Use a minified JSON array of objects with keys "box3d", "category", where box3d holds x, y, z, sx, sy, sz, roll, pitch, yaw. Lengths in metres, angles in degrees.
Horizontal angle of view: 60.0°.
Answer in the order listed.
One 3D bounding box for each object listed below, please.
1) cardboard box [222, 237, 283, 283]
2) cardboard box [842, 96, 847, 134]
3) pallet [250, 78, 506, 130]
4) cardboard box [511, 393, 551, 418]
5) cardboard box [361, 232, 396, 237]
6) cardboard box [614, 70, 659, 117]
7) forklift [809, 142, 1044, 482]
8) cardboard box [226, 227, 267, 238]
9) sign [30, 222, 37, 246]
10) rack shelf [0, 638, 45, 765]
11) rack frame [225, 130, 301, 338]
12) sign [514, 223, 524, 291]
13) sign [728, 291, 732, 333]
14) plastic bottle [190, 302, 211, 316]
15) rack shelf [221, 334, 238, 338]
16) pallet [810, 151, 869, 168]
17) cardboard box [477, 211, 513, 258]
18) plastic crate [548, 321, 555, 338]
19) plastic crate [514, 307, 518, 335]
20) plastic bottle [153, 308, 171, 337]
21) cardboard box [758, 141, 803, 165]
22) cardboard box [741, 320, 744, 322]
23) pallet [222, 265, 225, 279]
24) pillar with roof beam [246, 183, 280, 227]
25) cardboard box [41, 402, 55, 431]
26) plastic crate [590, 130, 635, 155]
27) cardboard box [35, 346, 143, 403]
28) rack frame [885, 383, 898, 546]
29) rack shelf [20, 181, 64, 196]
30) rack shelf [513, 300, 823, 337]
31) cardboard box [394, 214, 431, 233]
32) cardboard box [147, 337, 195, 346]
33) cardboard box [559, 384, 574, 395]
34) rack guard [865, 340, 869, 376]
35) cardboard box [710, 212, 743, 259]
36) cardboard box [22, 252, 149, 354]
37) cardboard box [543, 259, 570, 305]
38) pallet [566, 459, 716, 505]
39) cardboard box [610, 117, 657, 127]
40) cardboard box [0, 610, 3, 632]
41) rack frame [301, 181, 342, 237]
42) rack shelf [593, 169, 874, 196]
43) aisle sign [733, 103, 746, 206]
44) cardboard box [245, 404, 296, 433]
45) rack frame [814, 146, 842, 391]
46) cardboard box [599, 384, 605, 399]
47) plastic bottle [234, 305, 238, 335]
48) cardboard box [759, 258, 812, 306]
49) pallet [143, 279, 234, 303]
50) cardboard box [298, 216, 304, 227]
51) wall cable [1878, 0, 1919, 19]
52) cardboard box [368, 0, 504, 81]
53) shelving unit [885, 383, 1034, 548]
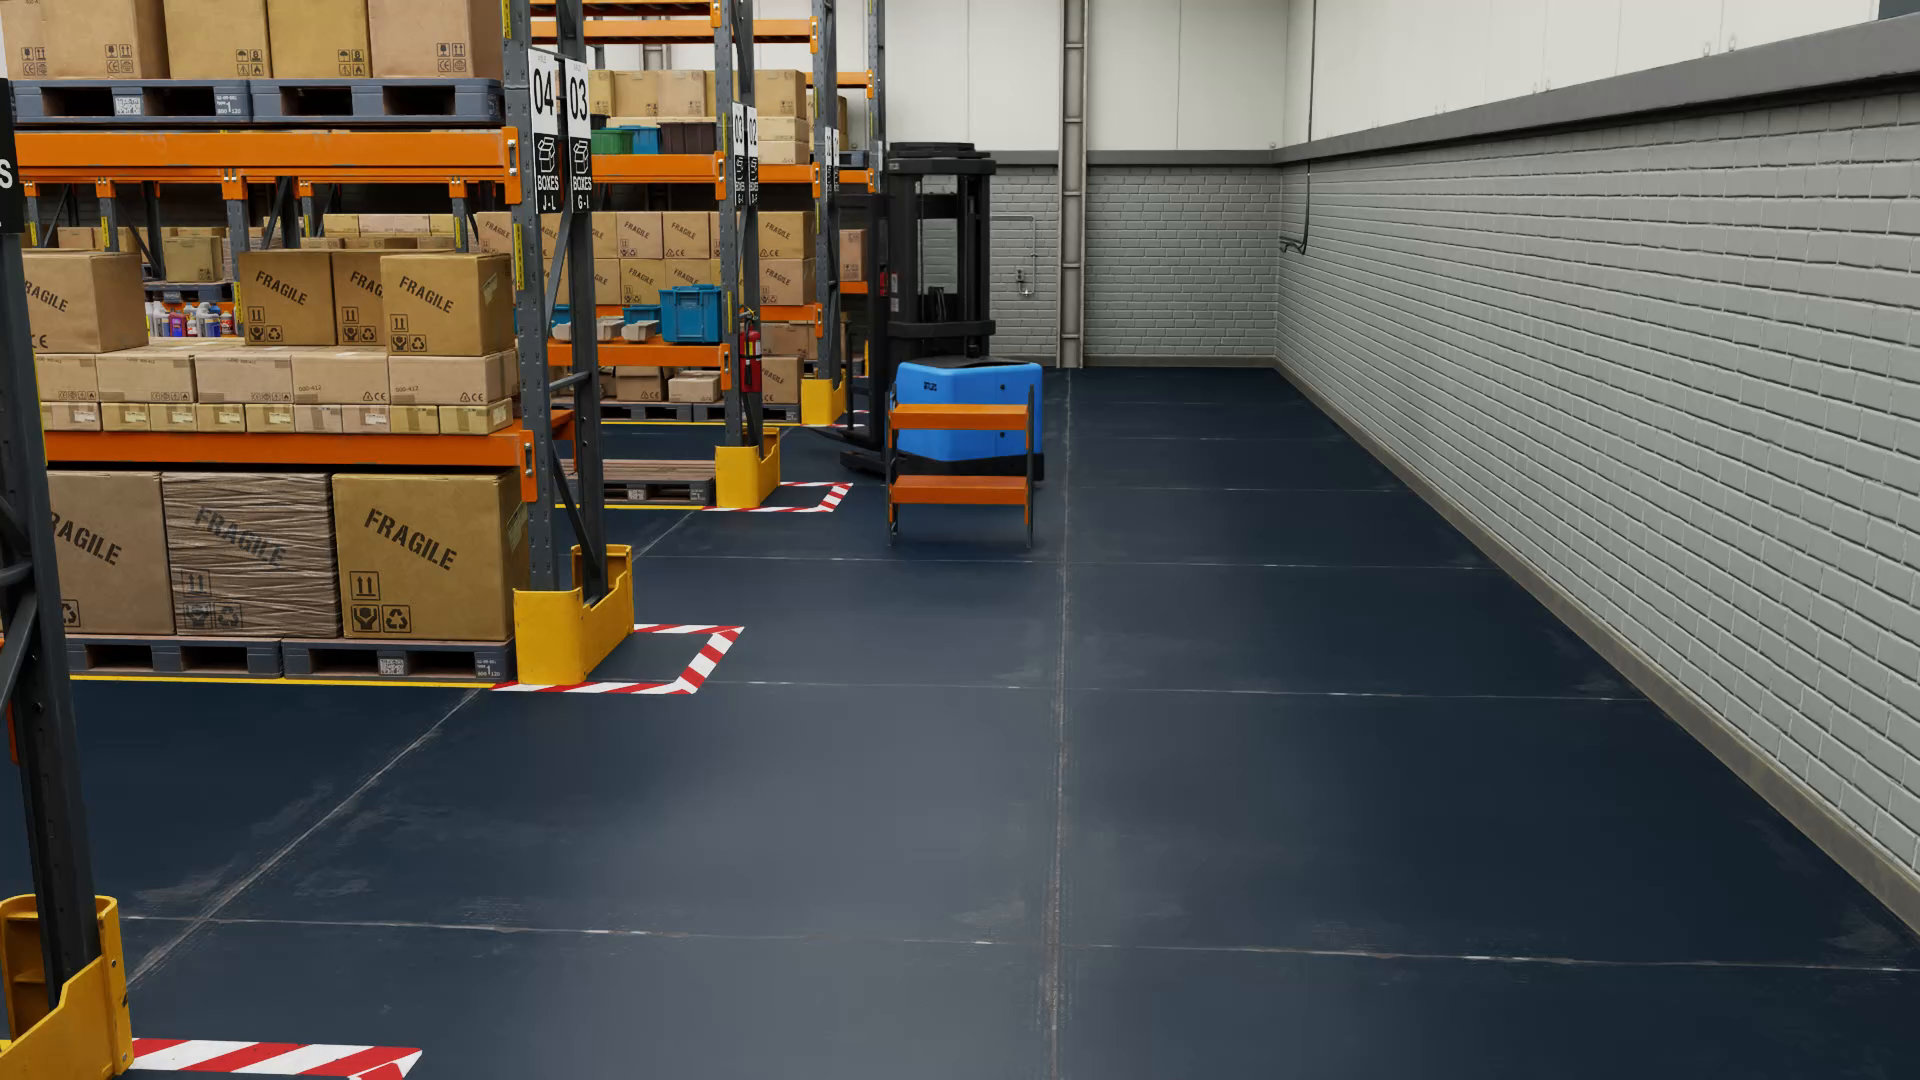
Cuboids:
[{"box3d":[-7.916,-3.182,18.885,0.500,0.500,0.700,3,12,14],"category":"cardboard box"},{"box3d":[-1.854,-5.943,23.293,0.500,0.500,0.500,0,12,2],"category":"cardboard box"},{"box3d":[-2.876,-2.265,8.659,1.213,0.211,1.003,1,12,4],"category":"pallet"},{"box3d":[-2.467,-0.781,9.290,0.250,0.149,0.380,1,12,4],"category":"cardboard box"},{"box3d":[-8.135,-4.113,23.586,0.500,0.500,0.500,1,12,6],"category":"cardboard box"},{"box3d":[-3.475,-4.901,18.358,0.500,0.500,0.700,1,12,4],"category":"cardboard box"},{"box3d":[-0.450,-2.098,15.141,1.130,2.935,3.031,-7,14,-30],"category":"forklift"},{"box3d":[-10.153,-4.248,23.930,0.500,0.500,0.700,0,12,-2],"category":"cardboard box"},{"box3d":[-13.144,-4.344,23.597,0.005,0.325,0.100,1,12,4],"category":"sign"},{"box3d":[-4.563,0.505,4.285,4.000,0.370,1.077,1,12,4],"category":"rack shelf"},{"box3d":[-5.795,-1.898,14.017,0.127,3.000,1.000,1,12,4],"category":"rack frame"},{"box3d":[-2.185,-1.404,8.246,0.005,0.325,0.100,1,12,4],"category":"sign"},{"box3d":[-1.825,-1.811,13.200,0.005,0.325,0.100,1,12,4],"category":"sign"},{"box3d":[-6.597,-1.927,14.456,0.135,0.276,0.152,1,12,4],"category":"plastic bottle"},{"box3d":[-7.791,-1.574,14.222,4.000,0.370,1.077,1,12,4],"category":"rack shelf"},{"box3d":[-1.883,-5.300,23.171,1.213,0.211,1.003,1,12,4],"category":"pallet"},{"box3d":[-5.009,-3.385,18.436,0.500,0.500,0.500,1,12,5],"category":"cardboard box"},{"box3d":[-3.494,-1.724,13.682,0.250,0.136,0.298,1,12,4],"category":"plastic crate"},{"box3d":[-3.642,-1.884,14.210,0.300,0.233,0.416,1,12,4],"category":"plastic crate"},{"box3d":[-6.574,-1.782,13.764,0.135,0.276,0.152,1,12,4],"category":"plastic bottle"},{"box3d":[-1.999,-4.203,18.077,0.500,0.250,0.500,1,12,4],"category":"cardboard box"},{"box3d":[-2.974,-3.212,23.794,0.250,0.149,0.380,1,12,4],"category":"cardboard box"},{"box3d":[-9.842,-3.871,23.916,1.003,0.211,1.213,1,12,4],"category":"pallet"},{"box3d":[-10.651,-6.228,20.065,0.400,9.000,9.100,1,12,4],"category":"pillar with roof beam"},{"box3d":[-4.810,-0.678,8.796,0.250,0.149,0.380,1,12,3],"category":"cardboard box"},{"box3d":[-2.807,-3.163,13.256,0.336,0.188,0.450,1,12,4],"category":"plastic crate"},{"box3d":[-4.662,-0.885,8.813,0.500,0.250,0.500,1,12,5],"category":"cardboard box"},{"box3d":[-0.500,-0.557,12.186,0.032,1.125,0.500,1,12,4],"category":"rack frame"},{"box3d":[-15.111,-5.175,24.113,4.000,0.370,1.077,1,12,4],"category":"rack shelf"},{"box3d":[-3.465,-2.531,18.797,4.000,0.370,1.077,1,12,4],"category":"rack shelf"},{"box3d":[-7.653,-4.476,23.490,0.500,0.250,0.500,1,12,4],"category":"cardboard box"},{"box3d":[-4.642,-0.993,9.328,0.500,0.250,0.500,1,12,5],"category":"cardboard box"},{"box3d":[-4.495,-1.787,19.375,0.250,0.149,0.380,1,12,4],"category":"cardboard box"},{"box3d":[-1.118,-2.644,23.685,0.348,0.500,1.175,1,12,4],"category":"rack guard"},{"box3d":[-2.436,-3.350,18.273,0.500,0.500,0.500,1,12,5],"category":"cardboard box"},{"box3d":[-4.655,-1.252,8.738,0.500,0.500,0.500,0,12,2],"category":"cardboard box"},{"box3d":[-4.459,-2.890,18.514,0.500,0.500,0.500,1,12,5],"category":"cardboard box"},{"box3d":[-2.624,-0.498,14.133,1.213,0.211,1.003,1,12,4],"category":"pallet"},{"box3d":[-3.496,-4.470,18.130,0.500,0.250,0.500,1,12,4],"category":"cardboard box"},{"box3d":[-5.473,-0.027,9.233,0.875,0.875,0.875,1,12,4],"category":"cardboard box"},{"box3d":[-9.124,-3.977,23.954,0.127,3.000,1.000,1,12,4],"category":"rack frame"},{"box3d":[-3.137,-5.011,23.328,4.000,0.370,1.077,1,12,4],"category":"rack shelf"},{"box3d":[-1.752,-3.055,13.198,0.004,0.787,0.394,1,12,4],"category":"aisle sign"},{"box3d":[-3.531,-0.660,8.711,0.250,0.149,0.380,1,12,2],"category":"cardboard box"},{"box3d":[-1.469,-2.855,18.593,0.127,3.000,1.000,1,12,4],"category":"rack frame"},{"box3d":[-4.192,-1.679,18.814,0.250,0.166,0.380,1,12,4],"category":"cardboard box"},{"box3d":[-6.165,-1.946,14.364,0.185,0.351,0.144,1,12,4],"category":"plastic bottle"},{"box3d":[-1.934,-2.855,18.346,0.500,0.500,0.500,1,12,5],"category":"cardboard box"},{"box3d":[-8.770,-2.876,19.160,1.003,0.211,1.213,1,12,4],"category":"pallet"},{"box3d":[-9.470,-4.557,23.826,0.250,0.149,0.380,-1,12,-4],"category":"cardboard box"},{"box3d":[3.277,-4.561,4.239,0.120,5.999,2.277,1,12,4],"category":"wall cable"},{"box3d":[-2.657,-2.600,8.529,0.500,0.500,0.700,0,12,0],"category":"cardboard box"},{"box3d":[0.007,-0.550,12.152,1.048,1.125,0.538,1,12,4],"category":"shelving unit"}]
